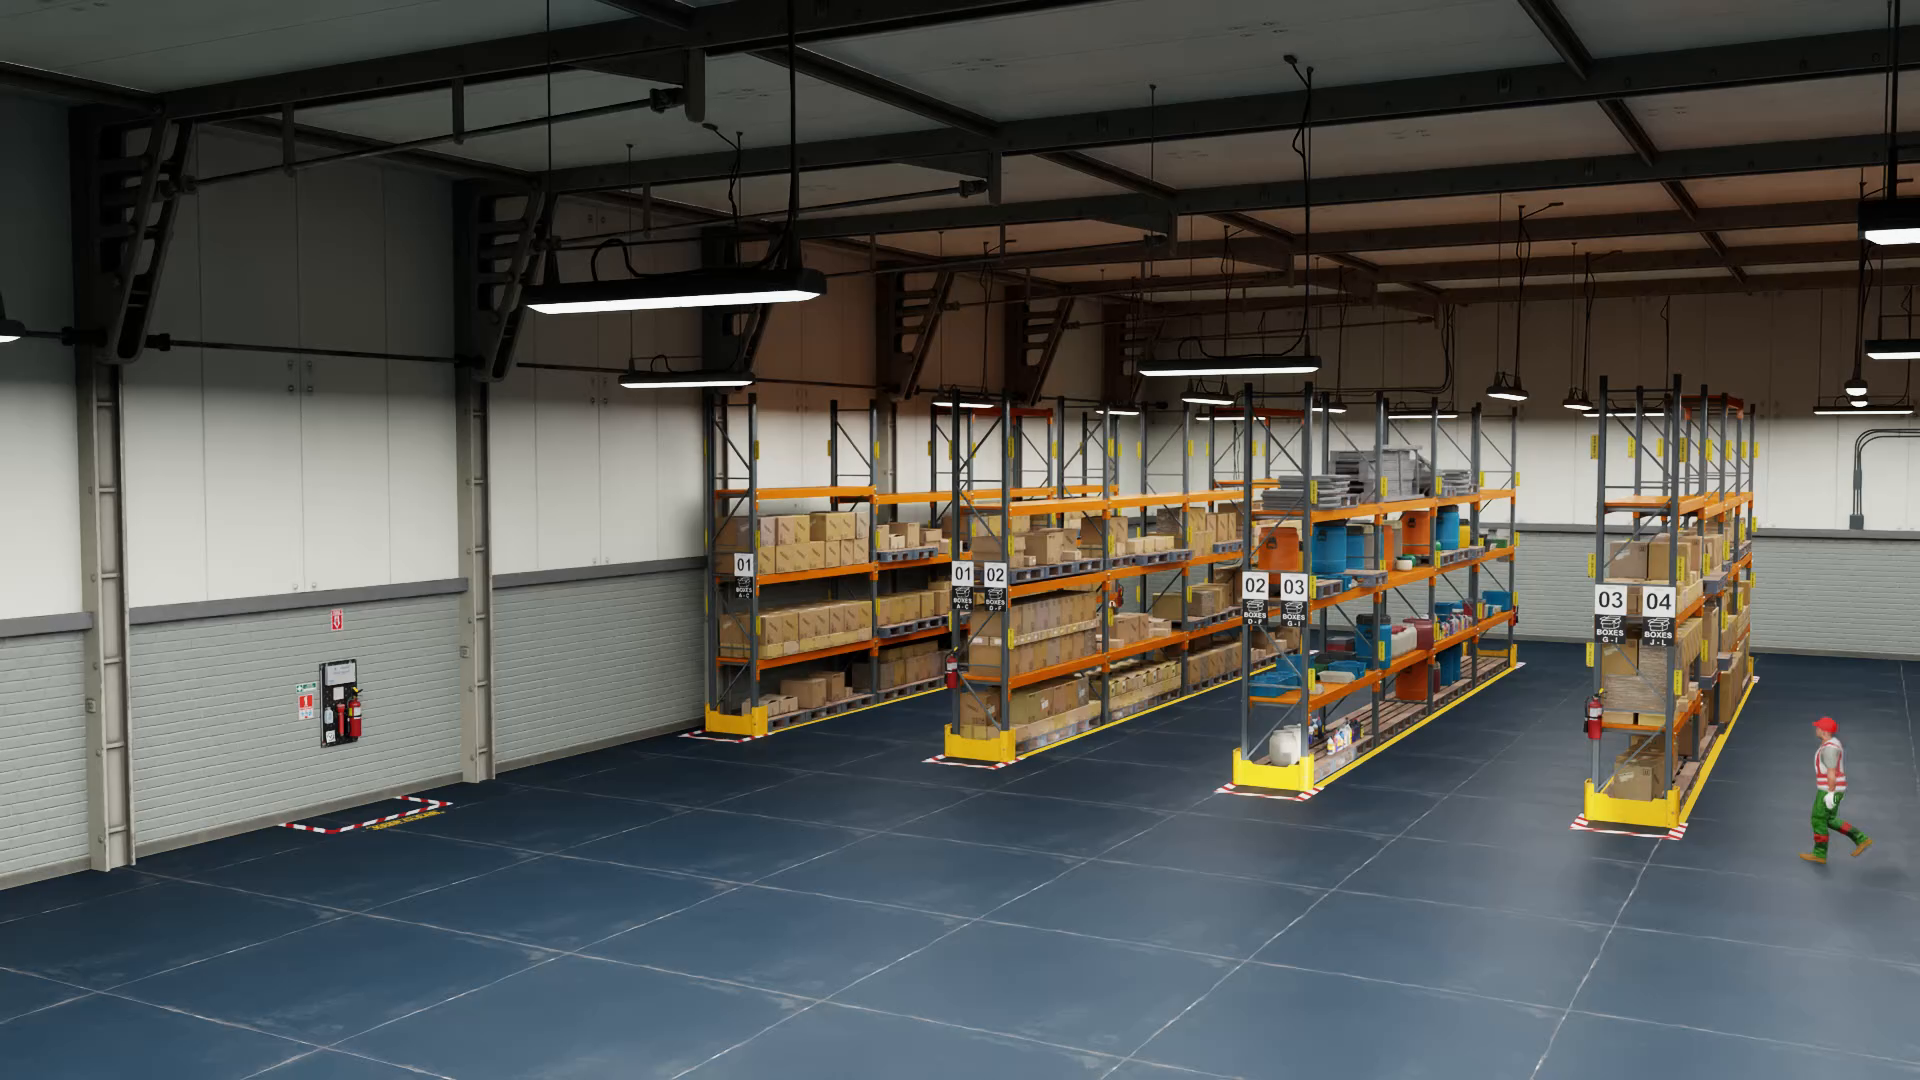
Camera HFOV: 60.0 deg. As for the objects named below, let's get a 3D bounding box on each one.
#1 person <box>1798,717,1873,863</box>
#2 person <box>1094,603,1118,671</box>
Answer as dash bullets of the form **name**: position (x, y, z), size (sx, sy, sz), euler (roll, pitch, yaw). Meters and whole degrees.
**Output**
- **person**: position (10.593, 3.026, 20.082), size (0.785, 1.774, 0.552), euler (2, 4, 33)
- **person**: position (3.091, 2.187, 35.501), size (0.635, 1.719, 1.021), euler (2, 4, 30)
